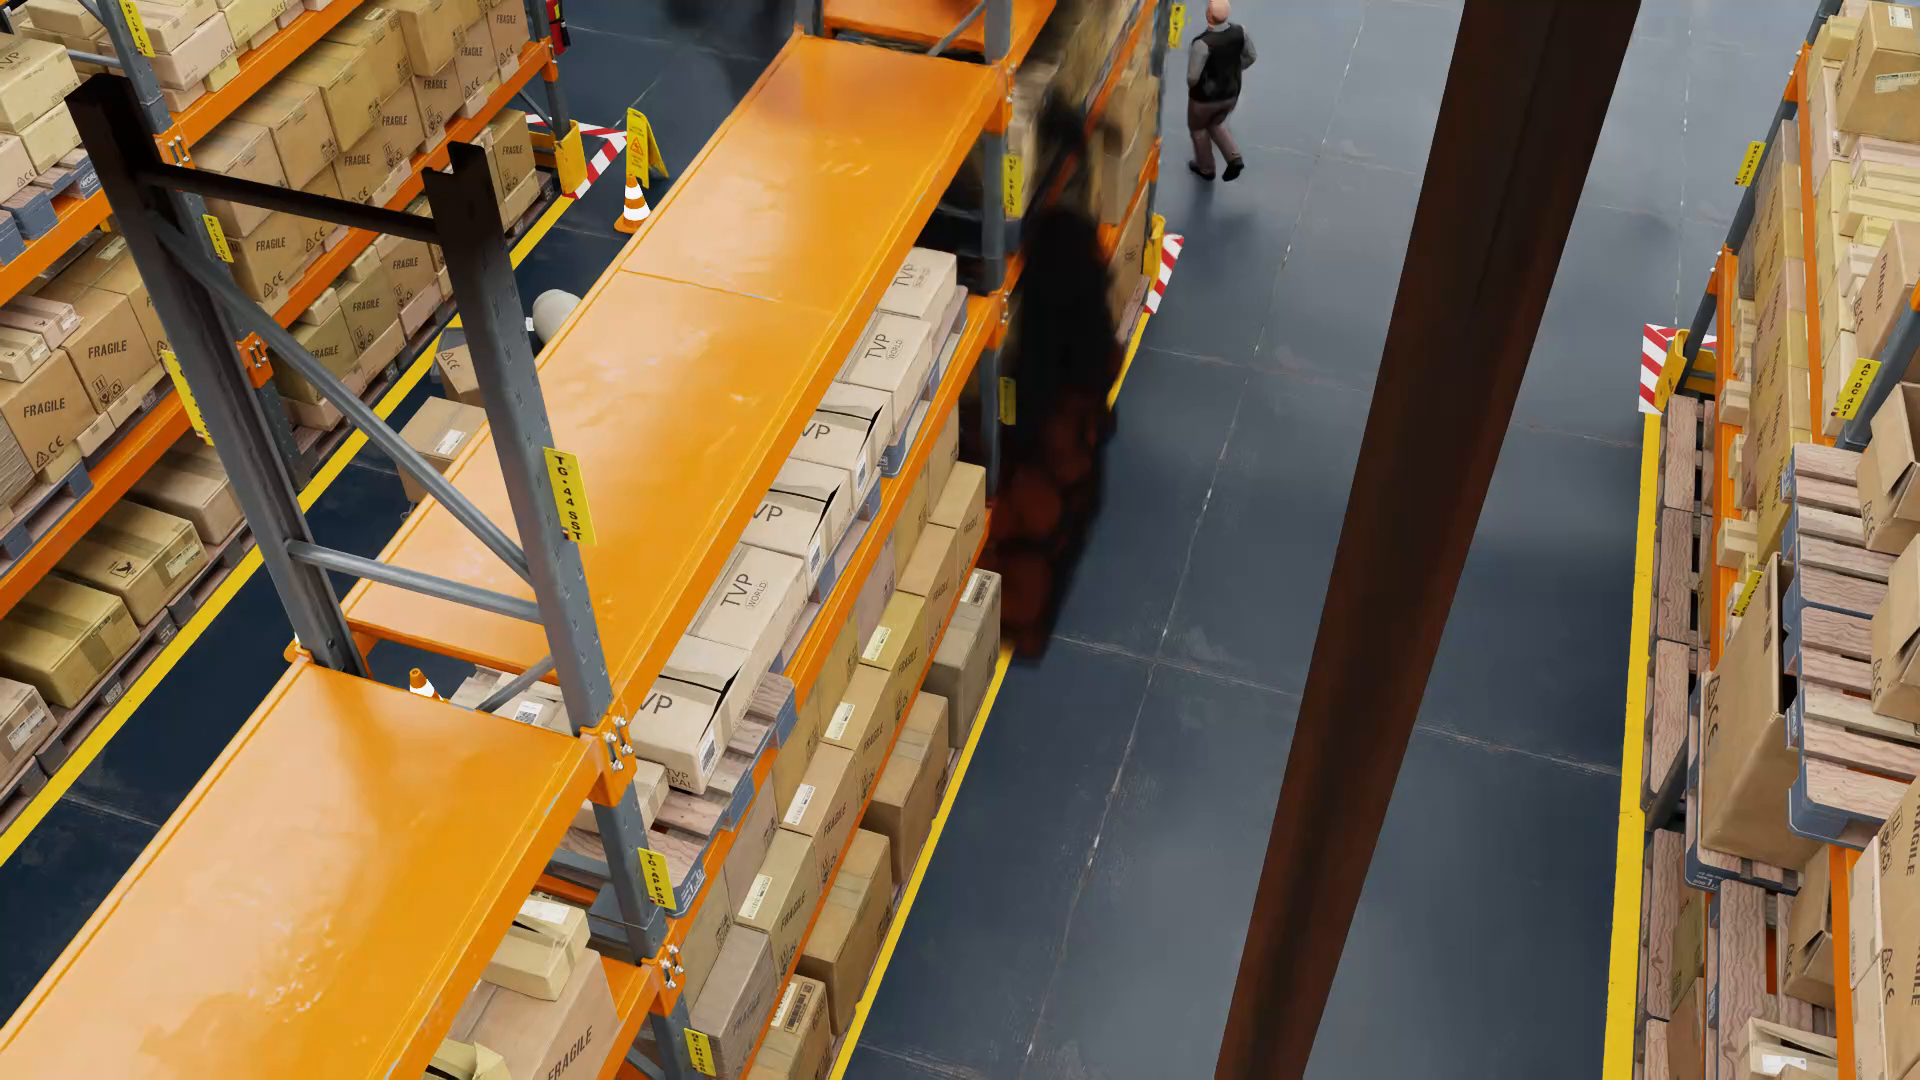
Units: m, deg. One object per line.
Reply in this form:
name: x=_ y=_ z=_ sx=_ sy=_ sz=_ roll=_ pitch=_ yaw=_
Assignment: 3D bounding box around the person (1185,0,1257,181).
person: x=2.076 y=-3.595 z=13.498 sx=0.650 sy=1.679 sz=0.643 roll=-19 pitch=49 yaw=-17
